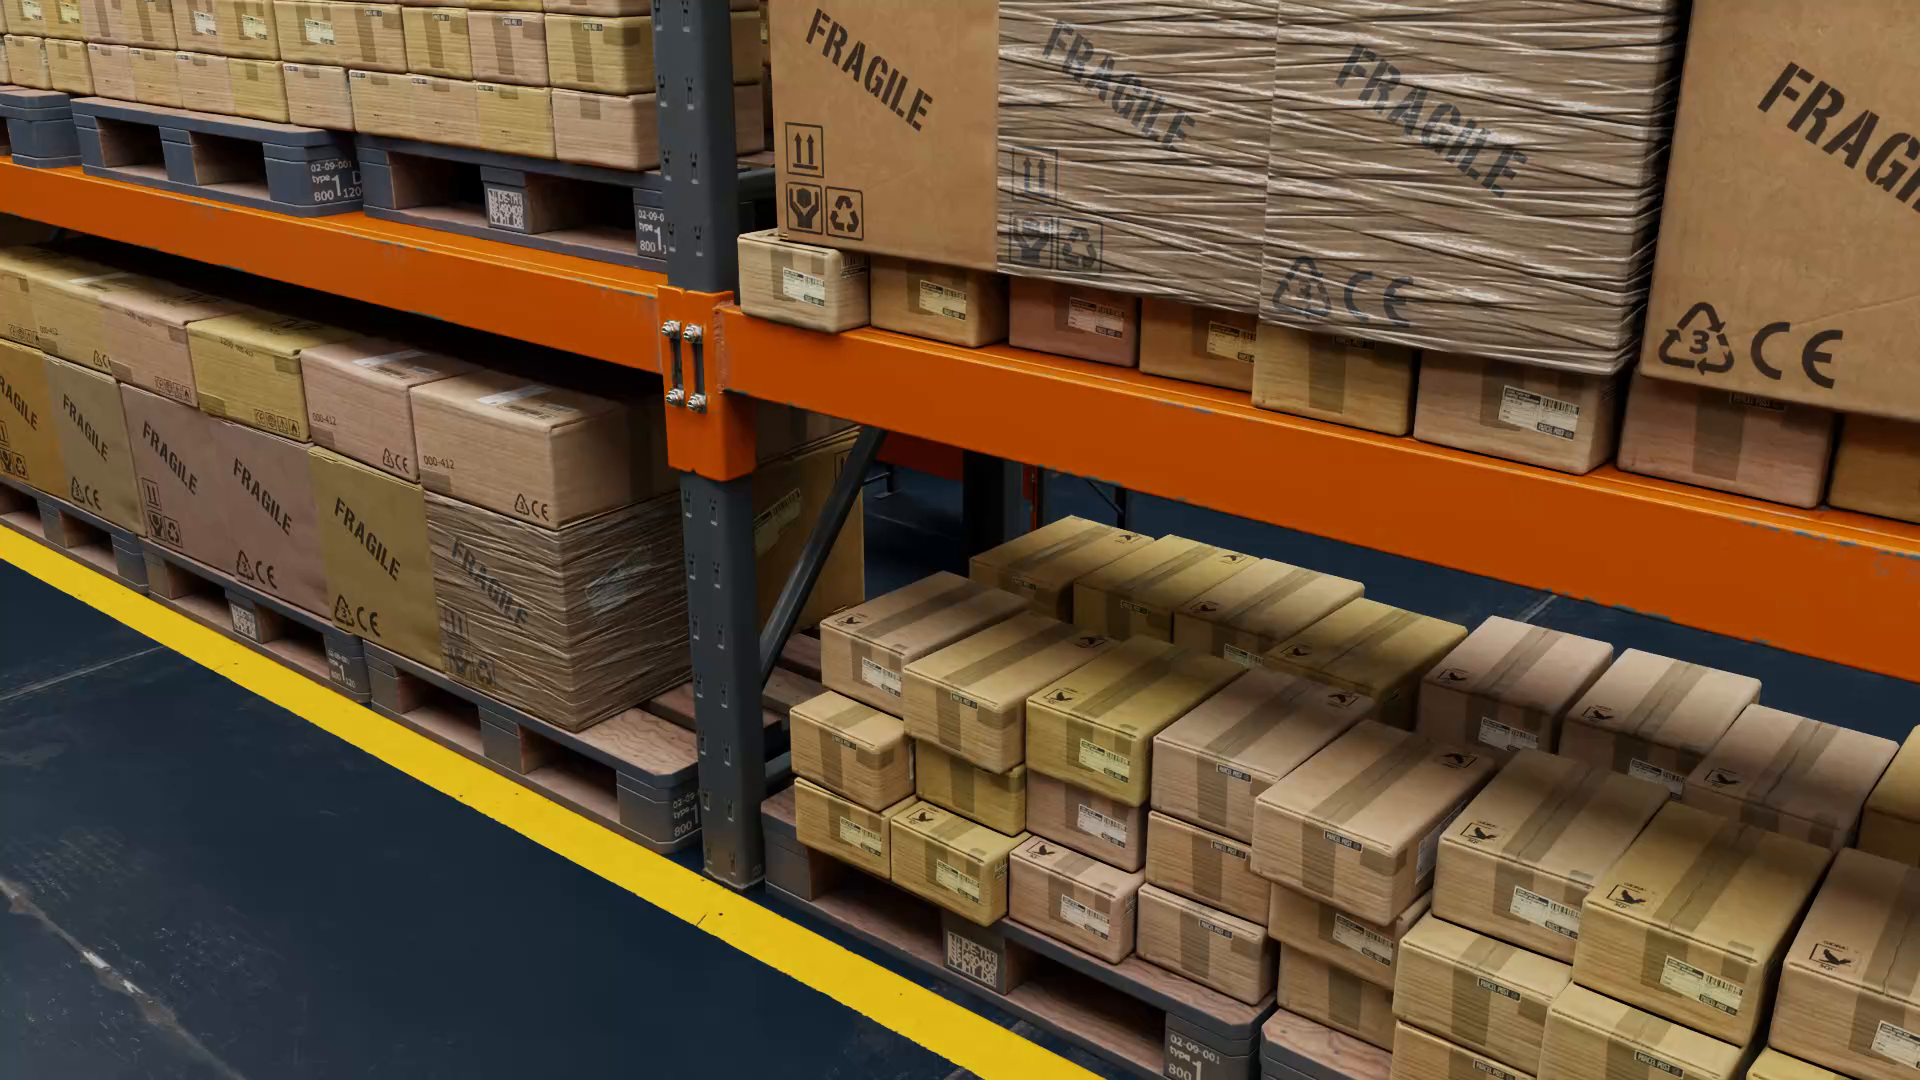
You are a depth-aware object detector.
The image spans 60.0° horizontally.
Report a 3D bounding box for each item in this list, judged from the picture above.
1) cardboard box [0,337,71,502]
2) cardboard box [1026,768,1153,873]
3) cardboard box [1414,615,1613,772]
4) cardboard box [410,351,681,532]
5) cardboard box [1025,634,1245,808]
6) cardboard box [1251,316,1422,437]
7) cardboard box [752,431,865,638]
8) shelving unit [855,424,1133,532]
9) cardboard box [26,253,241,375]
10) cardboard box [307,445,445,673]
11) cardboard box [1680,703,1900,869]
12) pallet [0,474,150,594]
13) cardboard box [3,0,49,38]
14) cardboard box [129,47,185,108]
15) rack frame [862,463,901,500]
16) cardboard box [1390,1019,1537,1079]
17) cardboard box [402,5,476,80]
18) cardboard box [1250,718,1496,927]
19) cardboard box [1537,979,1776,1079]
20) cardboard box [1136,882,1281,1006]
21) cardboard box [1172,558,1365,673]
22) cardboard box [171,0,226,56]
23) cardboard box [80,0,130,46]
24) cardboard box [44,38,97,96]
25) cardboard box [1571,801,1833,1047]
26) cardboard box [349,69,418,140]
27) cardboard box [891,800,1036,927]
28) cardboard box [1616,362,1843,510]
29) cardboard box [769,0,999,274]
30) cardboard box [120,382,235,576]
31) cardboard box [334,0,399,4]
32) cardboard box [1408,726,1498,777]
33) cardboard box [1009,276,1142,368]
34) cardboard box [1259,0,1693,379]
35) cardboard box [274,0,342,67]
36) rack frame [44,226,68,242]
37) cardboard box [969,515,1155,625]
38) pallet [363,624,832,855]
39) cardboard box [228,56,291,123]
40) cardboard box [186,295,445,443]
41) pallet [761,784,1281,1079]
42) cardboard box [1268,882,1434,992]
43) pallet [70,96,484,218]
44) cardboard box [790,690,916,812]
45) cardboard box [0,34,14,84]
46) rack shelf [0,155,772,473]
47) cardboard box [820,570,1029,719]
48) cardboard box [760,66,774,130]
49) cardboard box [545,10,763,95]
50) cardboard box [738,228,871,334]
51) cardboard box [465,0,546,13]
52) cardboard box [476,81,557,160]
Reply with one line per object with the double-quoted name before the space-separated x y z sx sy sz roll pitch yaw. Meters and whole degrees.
"cardboard box" -2.918 -0.473 5.618 0.500 0.500 0.500 15 25 34
"cardboard box" 0.337 0.462 3.215 0.250 0.149 0.380 16 26 36
"cardboard box" 1.075 0.301 3.222 0.250 0.149 0.380 15 25 34
"cardboard box" -0.943 -0.256 3.980 0.500 0.250 0.500 15 25 35
"cardboard box" 0.333 0.332 3.138 0.250 0.149 0.380 16 26 36
"cardboard box" 0.655 -0.292 2.547 0.250 0.149 0.380 17 26 37
"cardboard box" -0.610 -0.045 4.484 0.500 0.500 0.500 17 27 38
"shelving unit" 0.005 -0.525 5.466 1.048 1.125 0.538 16 26 36
"cardboard box" -2.531 -0.718 5.206 0.500 0.250 0.500 16 26 36
"cardboard box" -1.336 -0.019 4.414 0.500 0.500 0.500 15 26 35
"cardboard box" 1.415 0.443 2.845 0.250 0.149 0.380 16 26 36
"pallet" -2.700 -0.194 5.883 1.213 0.211 1.003 16 26 36
"cardboard box" -2.637 -1.610 5.026 0.250 0.149 0.380 15 25 35
"cardboard box" -2.057 -1.302 4.631 0.250 0.149 0.380 16 26 37
"rack frame" -0.389 -0.638 5.766 0.032 1.125 0.500 16 26 36
"cardboard box" 0.904 0.804 2.730 0.250 0.149 0.380 15 25 35
"cardboard box" -1.034 -1.148 3.802 0.250 0.149 0.380 17 27 39
"cardboard box" 0.695 0.463 2.790 0.250 0.149 0.380 17 26 37
"cardboard box" 1.073 0.726 2.514 0.250 0.149 0.380 16 26 37
"cardboard box" 0.533 0.669 3.088 0.250 0.149 0.380 15 26 35
"cardboard box" 0.655 0.186 3.525 0.250 0.149 0.380 16 26 36
"cardboard box" -1.847 -1.383 4.423 0.250 0.149 0.380 17 27 38
"cardboard box" -2.249 -1.498 4.729 0.250 0.149 0.380 16 26 36
"cardboard box" -2.458 -1.418 4.937 0.250 0.149 0.380 18 27 39
"cardboard box" 1.125 0.567 2.515 0.250 0.149 0.380 16 26 37
"cardboard box" -1.226 -1.064 4.000 0.250 0.149 0.380 15 25 34
"cardboard box" 0.079 0.585 3.311 0.250 0.149 0.380 17 27 38
"cardboard box" 1.095 -0.183 2.258 0.250 0.149 0.380 17 27 38
"cardboard box" 0.019 -0.787 2.942 0.500 0.500 0.500 16 26 35
"cardboard box" -2.126 -0.248 5.023 0.500 0.500 0.500 15 26 35
"cardboard box" -1.251 -1.351 3.917 0.250 0.149 0.380 16 26 36
"cardboard box" 1.018 0.447 3.255 0.250 0.149 0.380 17 26 38
"cardboard box" 0.294 -0.428 2.909 0.250 0.149 0.380 15 25 34
"cardboard box" 0.774 -0.557 2.330 0.500 0.500 0.500 15 26 35
"cardboard box" -1.449 -1.267 4.115 0.250 0.149 0.380 14 25 34
"rack frame" -3.305 -1.673 5.854 0.127 3.000 1.000 16 26 36
"cardboard box" 0.235 0.086 3.790 0.250 0.149 0.380 17 27 38
"pallet" -0.810 0.351 4.439 1.213 0.211 1.003 16 26 36
"cardboard box" -1.650 -1.184 4.318 0.250 0.149 0.380 17 27 39
"cardboard box" -1.751 -0.488 4.596 0.500 0.250 0.500 15 25 34
"pallet" 0.337 0.664 3.608 1.213 0.211 1.003 16 26 36
"cardboard box" 0.743 0.591 2.874 0.250 0.149 0.380 18 27 39
"pallet" -1.745 -1.153 4.747 1.213 0.211 1.003 16 26 36
"cardboard box" -0.127 0.386 3.418 0.250 0.149 0.380 18 27 39
"cardboard box" -2.878 -1.537 5.255 0.250 0.149 0.380 18 27 39
"rack shelf" -1.755 -0.891 4.798 4.000 0.370 1.077 16 26 36
"cardboard box" -0.070 0.212 3.458 0.250 0.149 0.380 17 27 38
"cardboard box" -0.439 -1.134 4.184 0.250 0.149 0.380 17 26 37
"cardboard box" -0.639 -1.034 3.498 0.250 0.149 0.380 17 27 38
"cardboard box" -0.193 -0.511 3.127 0.250 0.149 0.380 17 27 38
"cardboard box" -0.849 -1.234 3.607 0.250 0.149 0.380 15 25 35
"cardboard box" -0.840 -0.952 3.703 0.250 0.149 0.380 16 26 37
